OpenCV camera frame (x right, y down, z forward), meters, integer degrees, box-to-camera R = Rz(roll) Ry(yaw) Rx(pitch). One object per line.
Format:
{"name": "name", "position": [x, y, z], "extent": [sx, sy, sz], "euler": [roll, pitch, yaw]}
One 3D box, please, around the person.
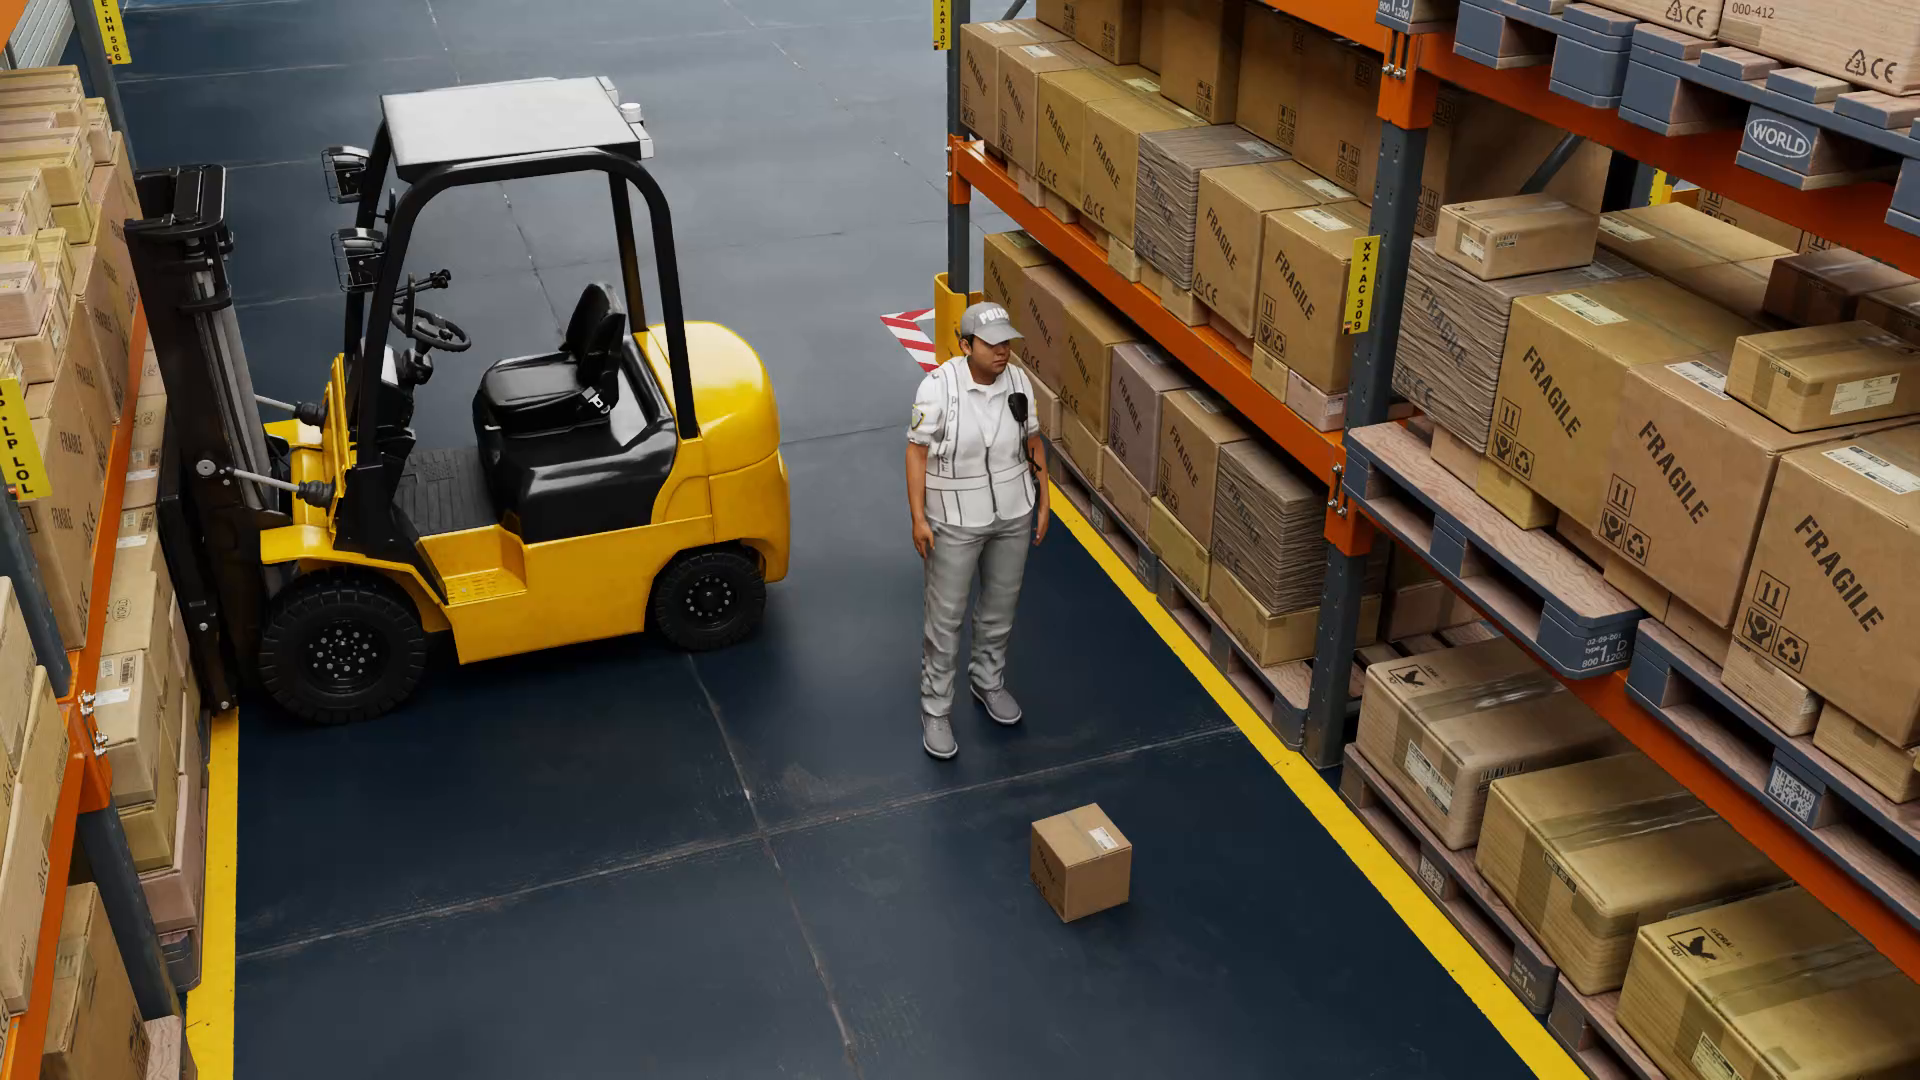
{"name": "person", "position": [0.082, -0.050, 6.192], "extent": [0.599, 1.670, 0.529], "euler": [-11, 32, -18]}
